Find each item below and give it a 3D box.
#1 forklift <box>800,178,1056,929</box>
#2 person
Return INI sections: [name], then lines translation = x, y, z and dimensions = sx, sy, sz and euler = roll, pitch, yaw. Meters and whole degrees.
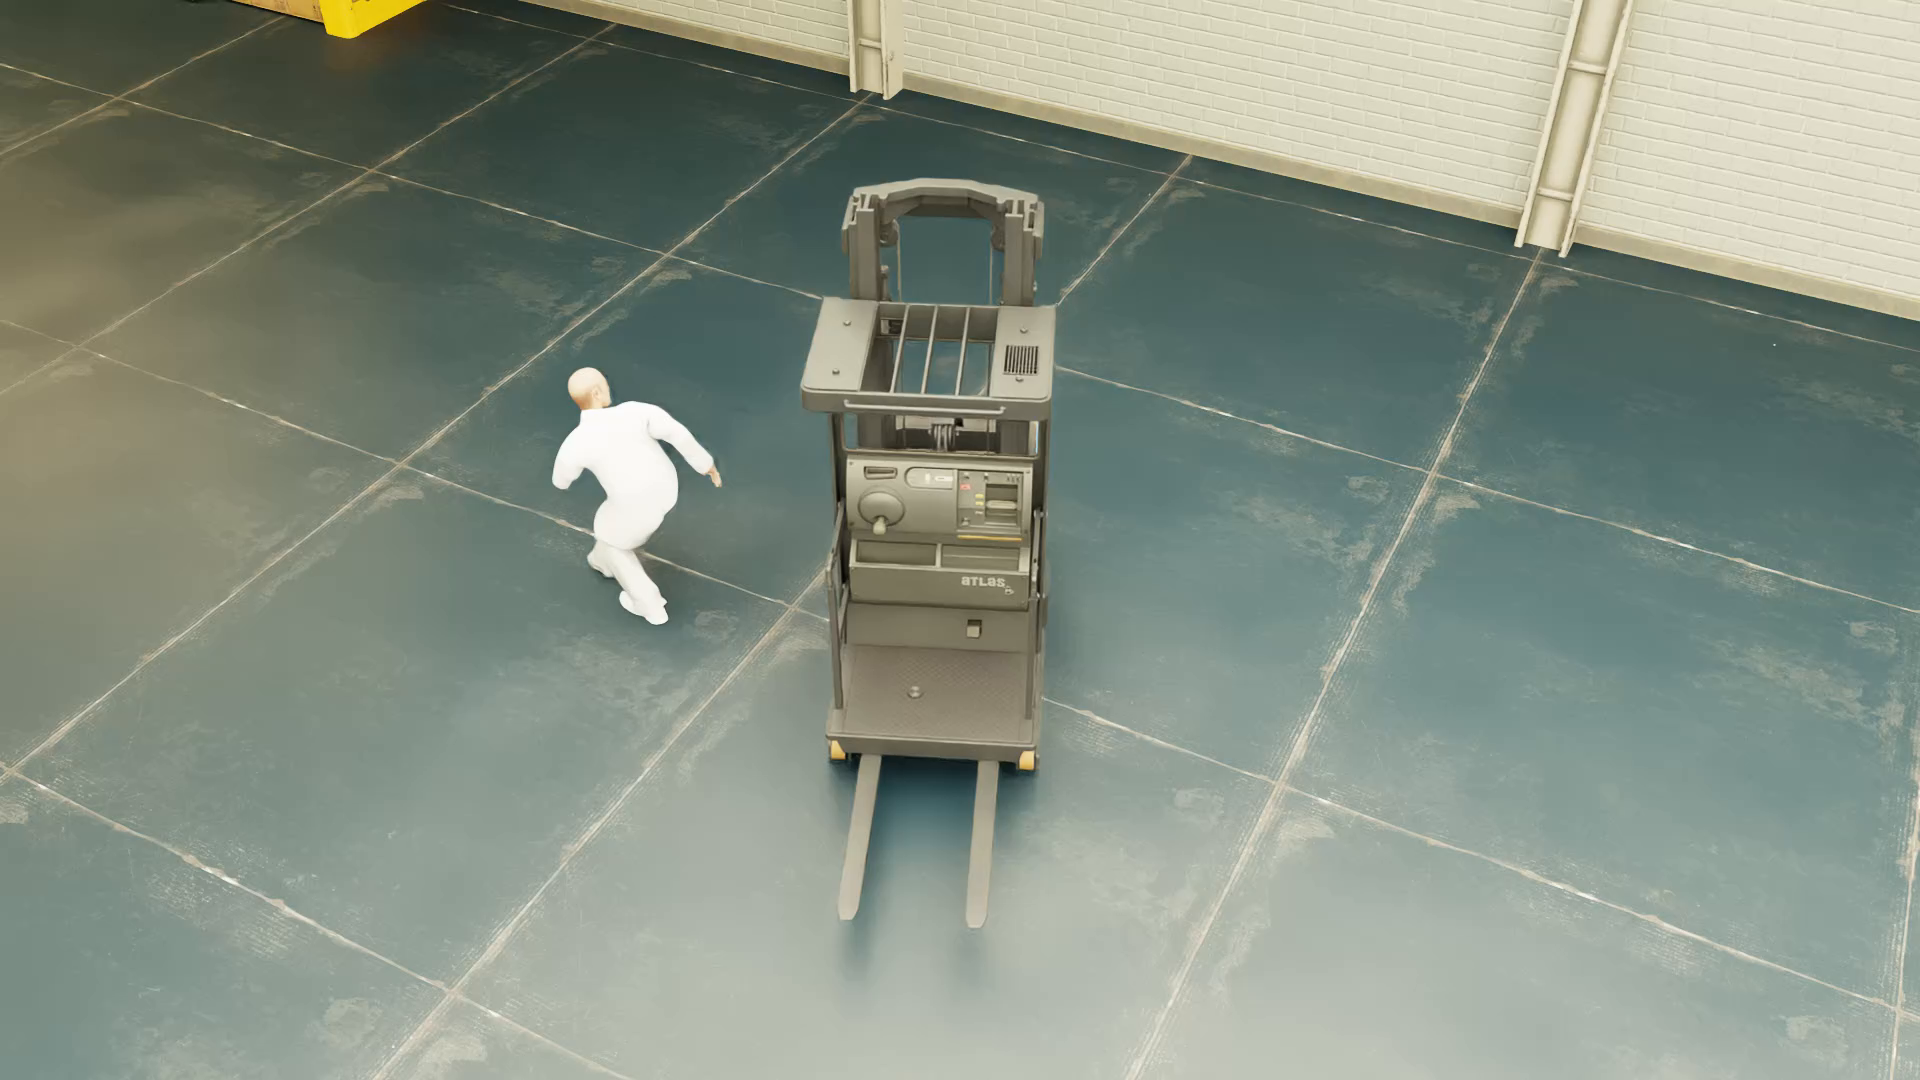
[forklift]
translation = -0.118, -0.127, 8.138
dimensions = 1.130, 2.935, 3.031
euler = 3, 40, 3
[person]
translation = -1.905, -0.345, 9.456
dimensions = 0.804, 1.599, 0.819
euler = -30, 48, -31
